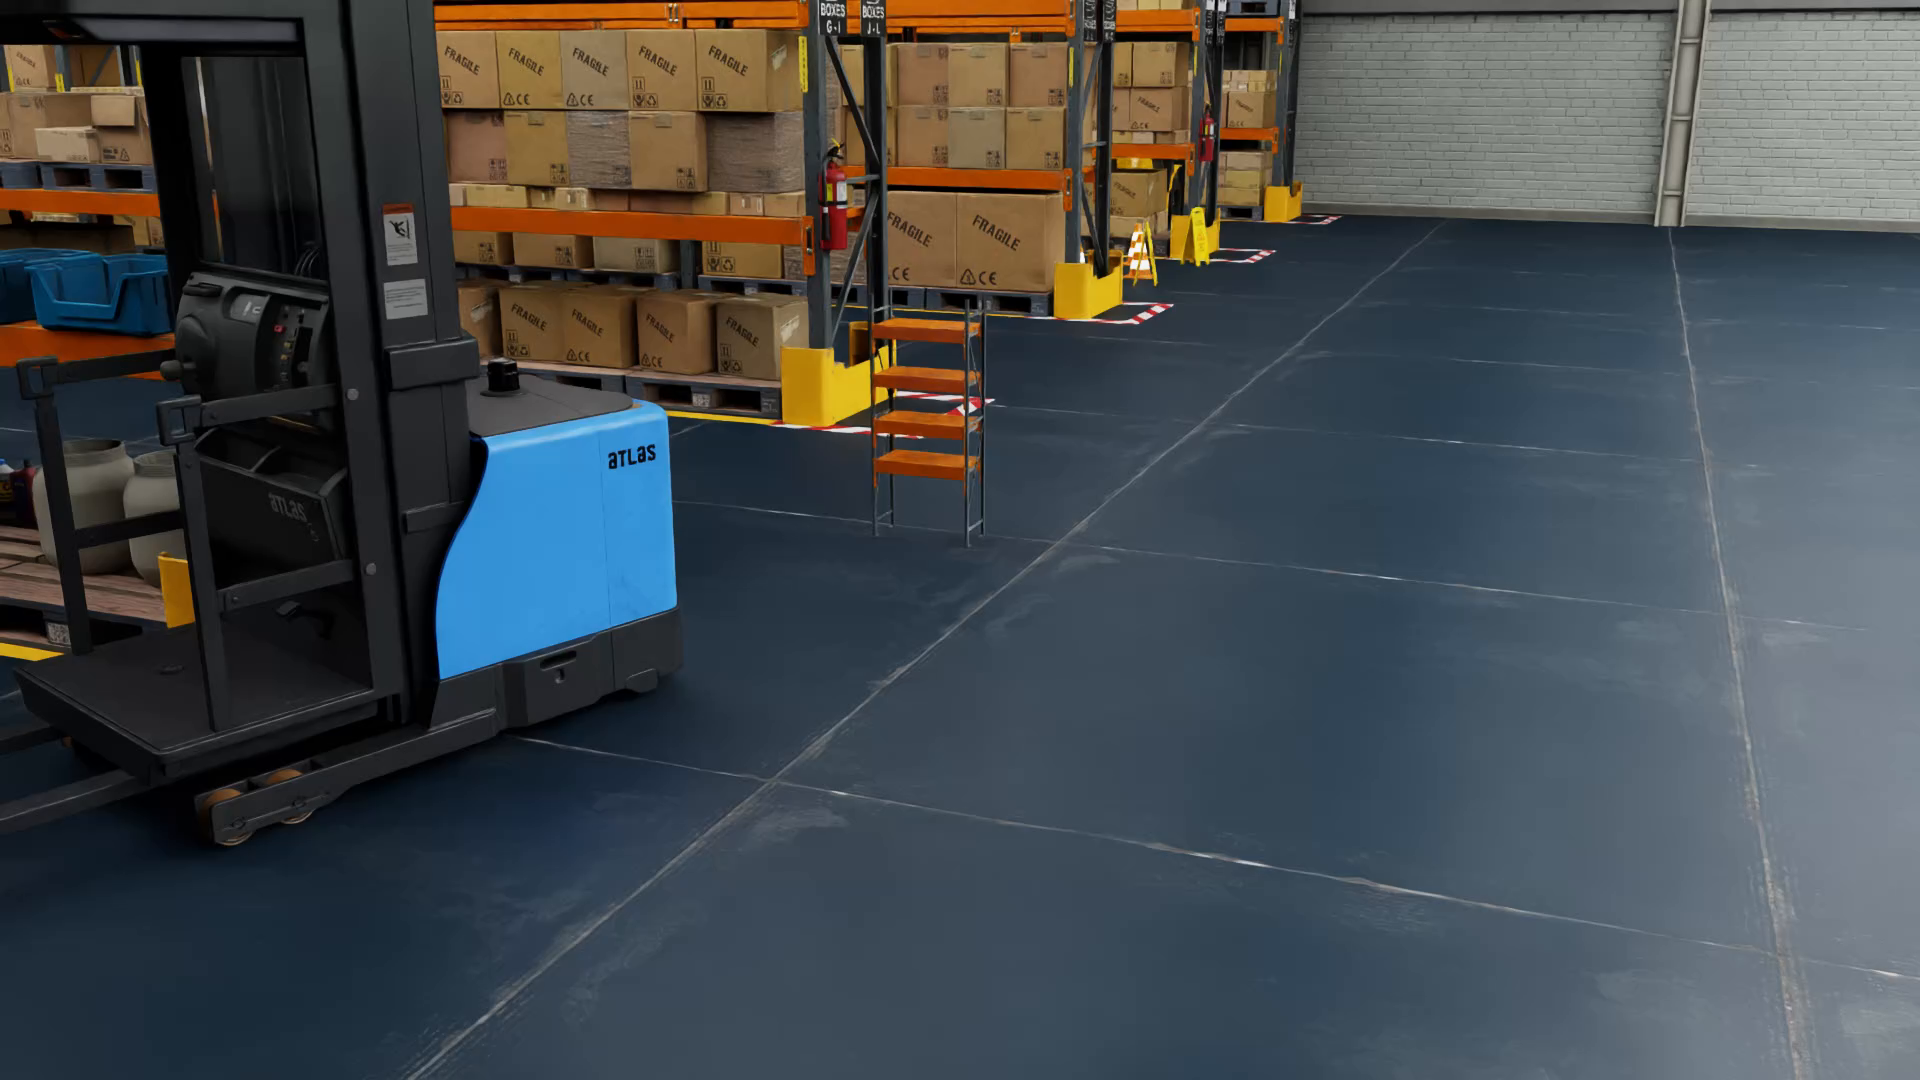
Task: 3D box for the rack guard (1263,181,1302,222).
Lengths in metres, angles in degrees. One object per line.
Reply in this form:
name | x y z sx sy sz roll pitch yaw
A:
rack guard | 4.747 -4.978 24.423 0.348 0.500 1.175 6 17 21

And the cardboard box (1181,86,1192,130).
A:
cardboard box | 2.568 -5.204 20.006 0.500 0.500 0.500 6 17 20

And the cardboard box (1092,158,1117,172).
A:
cardboard box | 1.700 -4.480 19.896 0.250 0.149 0.380 7 18 22

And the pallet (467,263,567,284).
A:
pallet | -4.420 -2.852 17.621 1.213 0.211 1.003 6 17 21

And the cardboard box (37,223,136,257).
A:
cardboard box | -7.039 -2.400 13.408 0.500 0.250 0.500 8 18 27

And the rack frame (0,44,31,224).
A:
rack frame | -8.171 -3.141 13.613 0.127 3.000 1.000 6 17 21

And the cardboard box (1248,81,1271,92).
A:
cardboard box | 4.300 -6.503 23.850 0.250 0.149 0.380 7 17 21

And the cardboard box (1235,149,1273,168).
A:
cardboard box | 4.347 -5.640 24.607 0.500 0.250 0.500 6 17 20

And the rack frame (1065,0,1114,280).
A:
rack frame | 1.185 -3.599 15.189 0.127 3.000 1.000 6 17 21

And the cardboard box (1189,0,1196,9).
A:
cardboard box | 2.718 -6.331 19.671 0.250 0.149 0.380 6 17 21

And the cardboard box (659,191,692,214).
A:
cardboard box | -1.780 -2.245 10.978 0.250 0.149 0.380 6 17 21

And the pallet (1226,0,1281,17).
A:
pallet | 4.077 -7.658 23.949 1.213 0.211 1.003 6 17 21

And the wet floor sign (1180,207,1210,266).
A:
wet floor sign | 2.691 -3.465 18.953 0.232 0.644 0.267 14 21 40

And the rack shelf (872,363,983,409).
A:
rack shelf | -0.154 -0.743 8.021 0.480 0.148 0.258 6 17 21

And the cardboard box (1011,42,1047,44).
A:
cardboard box | 0.959 -5.726 20.010 0.500 0.500 0.700 6 17 20

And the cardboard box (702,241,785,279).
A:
cardboard box | -1.977 -3.107 16.552 0.875 0.875 0.875 7 17 21

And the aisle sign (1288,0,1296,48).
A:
aisle sign | 4.678 -7.346 23.435 0.004 0.787 0.394 6 17 21

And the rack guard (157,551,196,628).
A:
rack guard | -2.634 0.167 6.702 0.348 0.500 1.175 6 17 21

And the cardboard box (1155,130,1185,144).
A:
cardboard box | 2.481 -4.755 19.623 0.250 0.149 0.380 7 18 22

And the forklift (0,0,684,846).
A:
forklift | -2.393 -0.646 5.143 1.130 2.935 3.031 14 21 39

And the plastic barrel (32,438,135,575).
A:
plastic barrel | -3.653 -0.144 6.998 0.421 0.512 0.421 0 16 0

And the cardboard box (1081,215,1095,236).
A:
cardboard box | 1.578 -3.842 20.206 0.500 0.250 0.500 6 17 21

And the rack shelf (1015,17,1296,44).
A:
rack shelf | 2.865 -7.480 24.470 4.000 0.370 1.077 6 17 21

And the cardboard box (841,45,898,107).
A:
cardboard box | -0.703 -4.383 15.684 0.500 0.550 0.875 6 17 21

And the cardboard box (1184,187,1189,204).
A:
cardboard box | 3.251 -5.135 24.659 0.500 0.250 0.500 6 17 21

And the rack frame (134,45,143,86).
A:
rack frame | -11.977 -6.530 25.285 0.127 3.000 1.000 6 17 21

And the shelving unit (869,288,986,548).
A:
shelving unit | -0.154 -0.593 8.065 0.503 1.200 0.258 6 17 21

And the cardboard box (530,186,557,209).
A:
cardboard box | -2.711 -2.347 11.330 0.250 0.149 0.380 6 17 21

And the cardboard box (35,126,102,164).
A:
cardboard box | -6.696 -3.040 12.779 0.500 0.250 0.500 6 17 19

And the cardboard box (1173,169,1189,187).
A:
cardboard box | 3.207 -5.372 24.580 0.500 0.250 0.500 6 17 19

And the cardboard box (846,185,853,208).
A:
cardboard box | -0.906 -2.293 11.142 0.250 0.149 0.380 6 17 21

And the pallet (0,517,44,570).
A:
pallet | -4.519 0.096 7.465 1.213 0.211 1.003 6 17 21

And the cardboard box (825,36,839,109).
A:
cardboard box | -1.140 -3.121 11.036 0.500 0.500 0.500 6 17 21

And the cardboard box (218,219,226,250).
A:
cardboard box | -7.945 -3.522 18.655 0.500 0.500 0.500 5 17 18

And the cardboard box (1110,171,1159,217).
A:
cardboard box | 2.066 -4.148 19.917 0.500 0.500 0.500 6 17 21

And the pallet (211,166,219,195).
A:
pallet | -5.107 -2.756 12.629 1.213 0.211 1.003 6 17 21

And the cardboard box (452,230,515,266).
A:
cardboard box | -4.909 -3.364 17.663 0.750 0.750 1.050 7 17 21

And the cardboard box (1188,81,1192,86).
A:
cardboard box | 3.340 -6.607 24.209 0.250 0.149 0.380 6 17 19

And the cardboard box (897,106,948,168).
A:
cardboard box | -0.171 -3.837 15.743 0.550 0.550 0.875 6 17 21

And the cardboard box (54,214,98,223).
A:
cardboard box | -10.388 -3.751 19.542 0.250 0.149 0.380 7 17 22

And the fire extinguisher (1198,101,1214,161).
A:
fire extinguisher | 2.845 -4.724 19.206 0.183 0.674 0.296 6 17 21

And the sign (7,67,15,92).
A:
sign | -7.981 -3.801 13.951 0.005 0.325 0.100 6 17 21

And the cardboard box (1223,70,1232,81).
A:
cardboard box | 3.820 -6.702 24.002 0.250 0.149 0.380 7 17 22

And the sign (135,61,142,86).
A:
sign | -9.778 -5.527 19.753 0.005 0.325 0.100 6 17 21

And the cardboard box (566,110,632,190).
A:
cardboard box | -2.189 -2.659 11.241 0.500 0.500 0.875 6 17 21

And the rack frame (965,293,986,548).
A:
rack frame | 0.073 -0.568 7.979 0.015 1.200 0.240 6 17 21

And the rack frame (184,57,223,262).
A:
rack frame | -2.546 -1.038 6.369 0.127 3.000 1.000 6 17 21

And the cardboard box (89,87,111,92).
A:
cardboard box | -9.519 -5.006 18.669 0.250 0.149 0.380 7 18 22

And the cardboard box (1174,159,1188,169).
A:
cardboard box | 3.232 -5.608 24.495 0.500 0.250 0.500 7 17 21

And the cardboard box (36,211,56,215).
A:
cardboard box | -10.657 -3.929 19.621 0.250 0.149 0.380 7 17 21

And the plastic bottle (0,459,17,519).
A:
plastic bottle | -4.437 -0.240 7.726 0.097 0.271 0.097 0 16 0

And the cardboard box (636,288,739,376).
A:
cardboard box | -1.872 -1.444 11.499 0.500 0.500 0.500 12 20 35

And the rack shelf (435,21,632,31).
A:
rack shelf | -6.395 -7.011 22.853 4.000 0.370 1.077 6 17 21

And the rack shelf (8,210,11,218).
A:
rack shelf | -10.031 -3.000 14.418 4.000 0.370 1.077 6 17 21

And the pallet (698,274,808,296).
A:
pallet | -1.857 -2.571 16.650 1.213 0.211 1.003 6 17 21

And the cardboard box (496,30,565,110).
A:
cardboard box | -2.725 -3.141 11.105 0.500 0.500 0.500 6 17 21

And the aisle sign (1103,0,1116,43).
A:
aisle sign | 1.361 -4.918 15.070 0.004 0.787 0.394 6 17 21
